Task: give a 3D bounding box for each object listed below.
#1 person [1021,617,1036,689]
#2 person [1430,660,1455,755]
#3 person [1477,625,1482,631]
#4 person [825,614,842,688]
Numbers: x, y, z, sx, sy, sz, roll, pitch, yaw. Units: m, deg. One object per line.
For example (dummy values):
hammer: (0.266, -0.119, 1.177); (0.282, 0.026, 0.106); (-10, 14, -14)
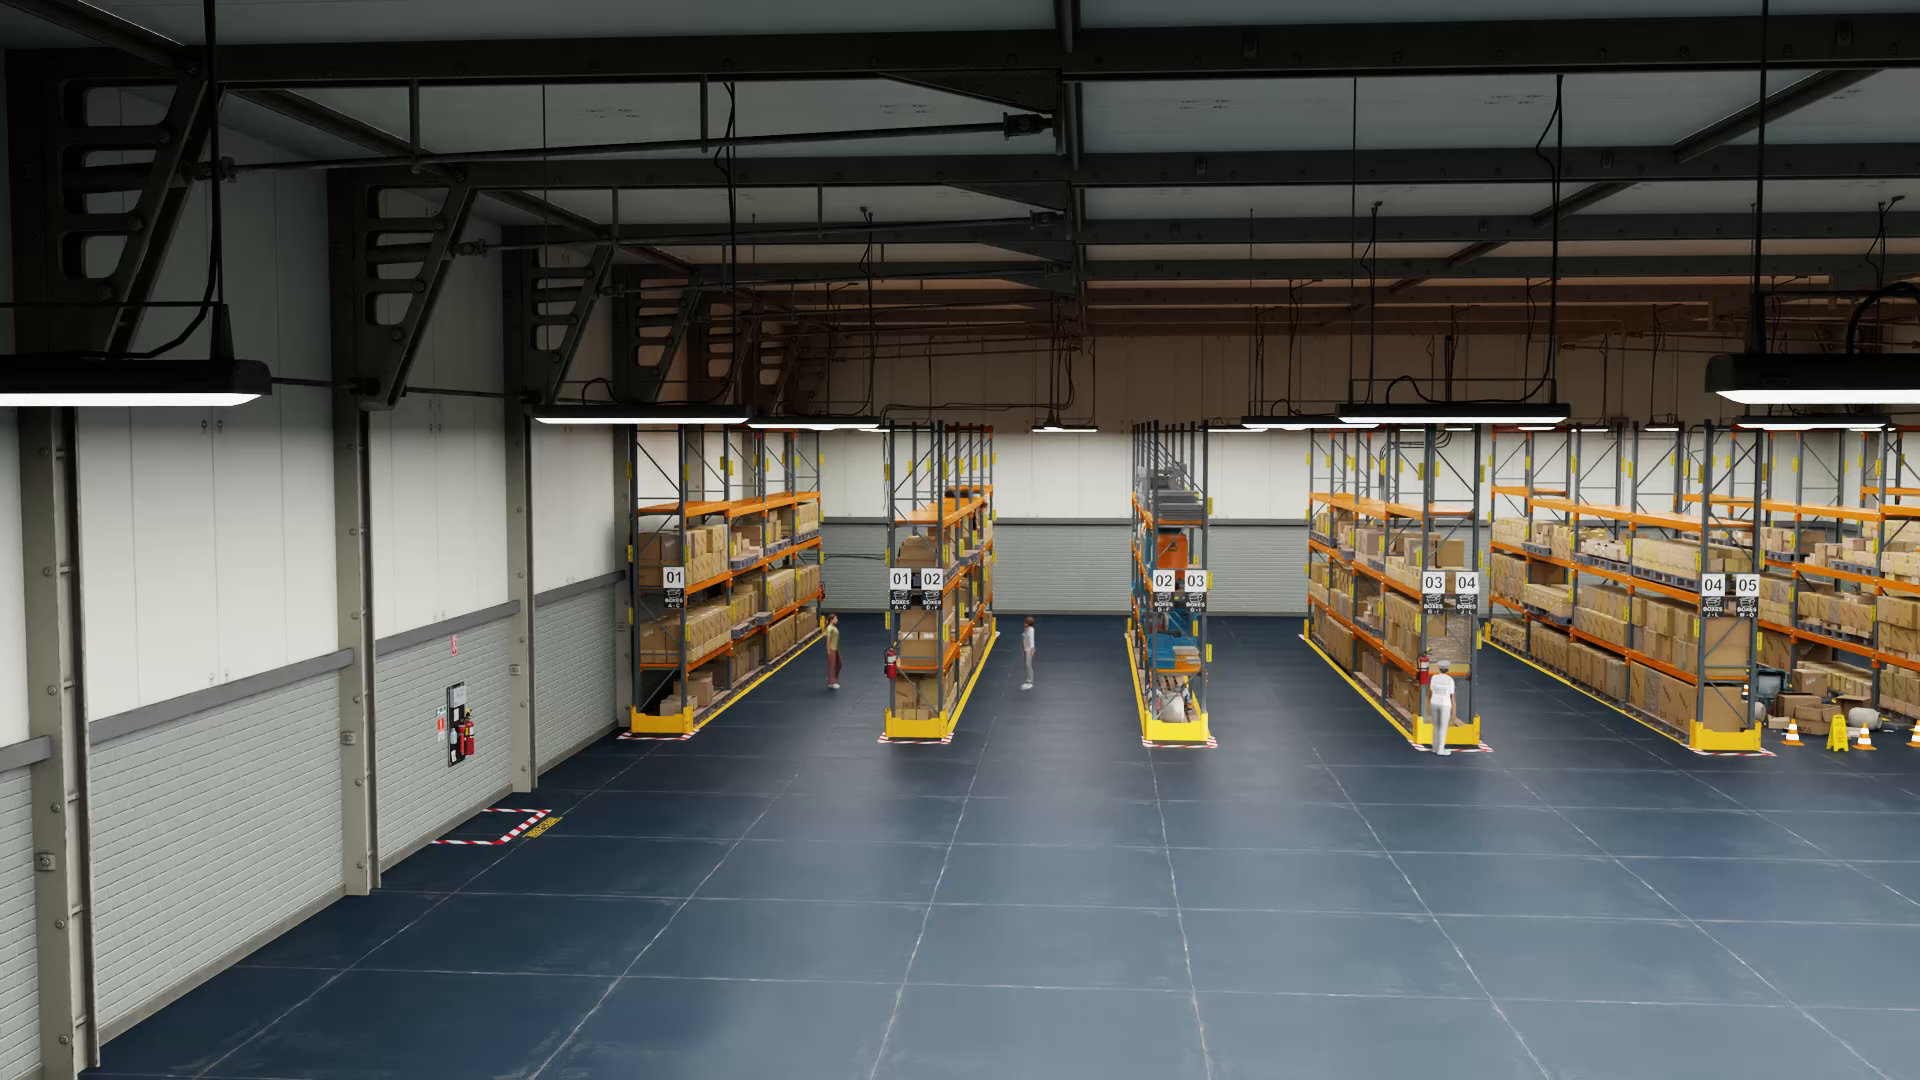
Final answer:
person: (1.524, 2.547, 37.617); (0.382, 1.600, 0.544); (-1, 4, -11)
person: (8.625, 2.996, 29.731); (0.460, 1.687, 0.360); (3, 5, 44)
person: (14.385, 1.876, 47.315); (0.960, 1.711, 0.594); (0, 4, -6)
person: (-2.877, 2.518, 37.720); (0.376, 1.704, 0.518); (1, 4, 9)
